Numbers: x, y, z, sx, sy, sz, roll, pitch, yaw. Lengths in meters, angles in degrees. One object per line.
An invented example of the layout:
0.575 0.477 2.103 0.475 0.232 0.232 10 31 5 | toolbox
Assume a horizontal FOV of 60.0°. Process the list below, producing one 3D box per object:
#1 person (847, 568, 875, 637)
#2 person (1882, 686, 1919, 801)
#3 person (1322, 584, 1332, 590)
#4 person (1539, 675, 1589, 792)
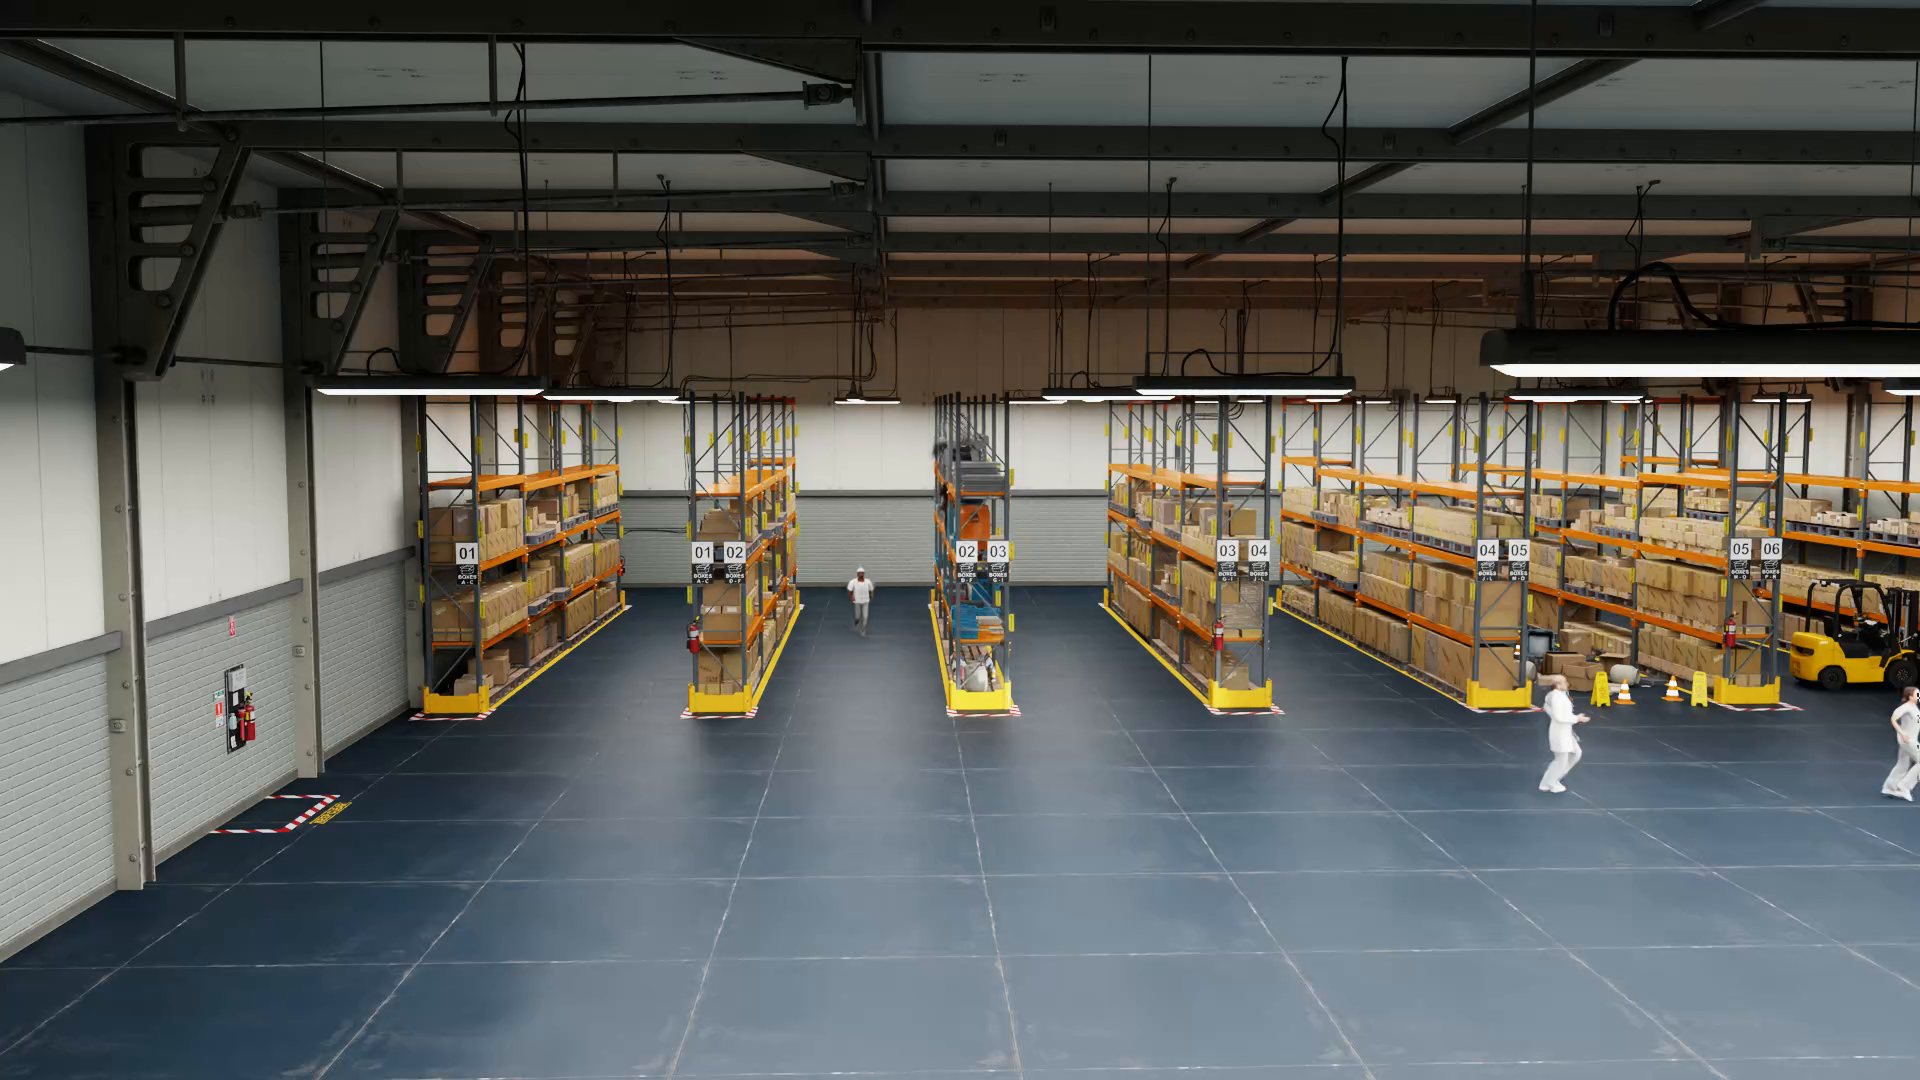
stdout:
-2.462 1.546 41.448 0.702 1.718 0.625 -1 5 -13 | person
13.861 2.958 24.250 0.669 1.674 0.540 3 6 34 | person
10.562 0.981 48.766 0.727 1.677 0.867 -3 6 -36 | person
8.952 2.918 24.610 0.676 1.681 0.694 2 5 23 | person
